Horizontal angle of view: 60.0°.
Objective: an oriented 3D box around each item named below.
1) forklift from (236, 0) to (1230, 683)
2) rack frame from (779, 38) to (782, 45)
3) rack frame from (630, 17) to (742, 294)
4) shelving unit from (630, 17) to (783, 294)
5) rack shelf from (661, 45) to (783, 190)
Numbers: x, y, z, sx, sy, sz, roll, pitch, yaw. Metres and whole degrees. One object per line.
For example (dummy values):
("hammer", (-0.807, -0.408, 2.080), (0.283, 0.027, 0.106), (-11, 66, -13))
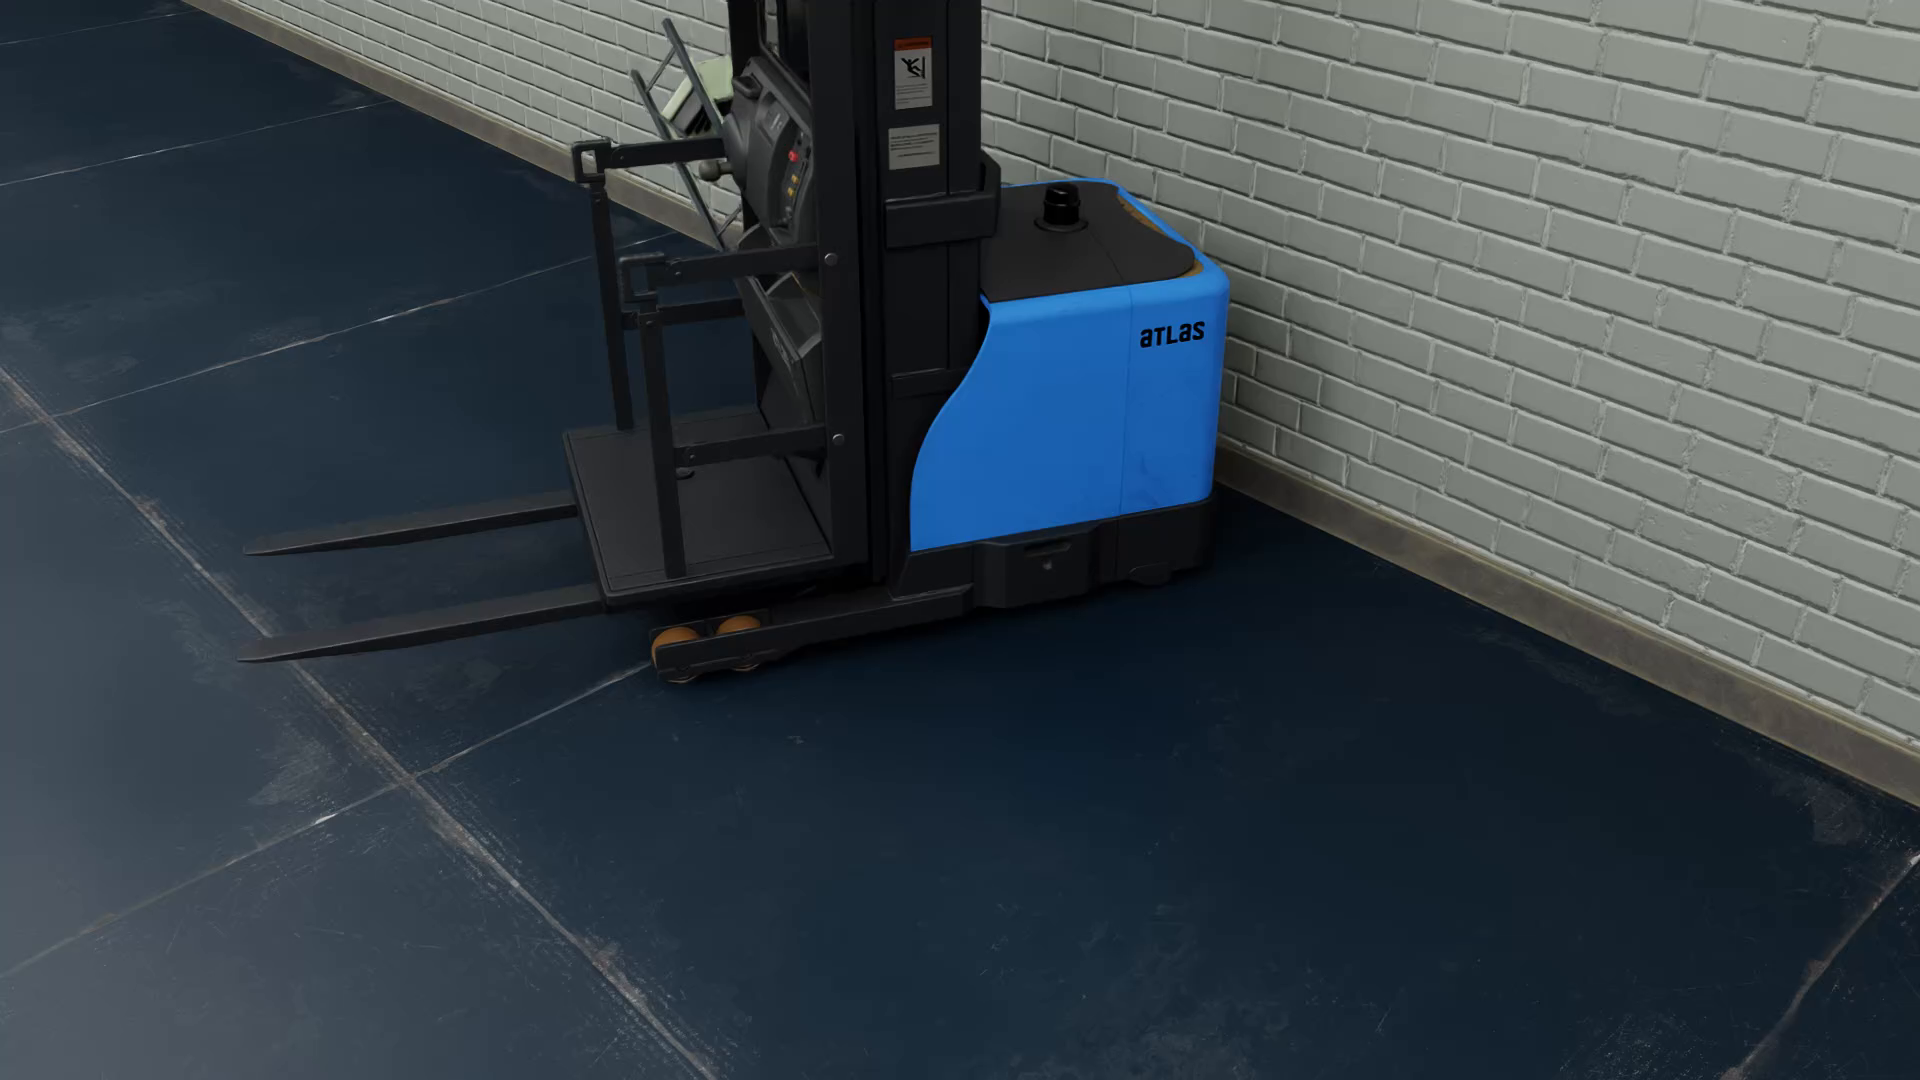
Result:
("forklift", (-0.739, -1.128, 4.784), (3.031, 2.935, 1.130), (-10, 33, -16))
("rack frame", (-0.325, -1.498, 6.837), (0.023, 1.500, 0.400), (-25, -4, -35))
("rack frame", (-0.872, -1.248, 6.419), (0.023, 1.500, 0.400), (-25, -4, -35))
("shelving unit", (-0.598, -1.373, 6.628), (0.755, 1.500, 0.431), (-25, -4, -35))
("rack shelf", (-0.773, -1.722, 6.648), (0.720, 0.370, 0.431), (-25, -4, -35))
